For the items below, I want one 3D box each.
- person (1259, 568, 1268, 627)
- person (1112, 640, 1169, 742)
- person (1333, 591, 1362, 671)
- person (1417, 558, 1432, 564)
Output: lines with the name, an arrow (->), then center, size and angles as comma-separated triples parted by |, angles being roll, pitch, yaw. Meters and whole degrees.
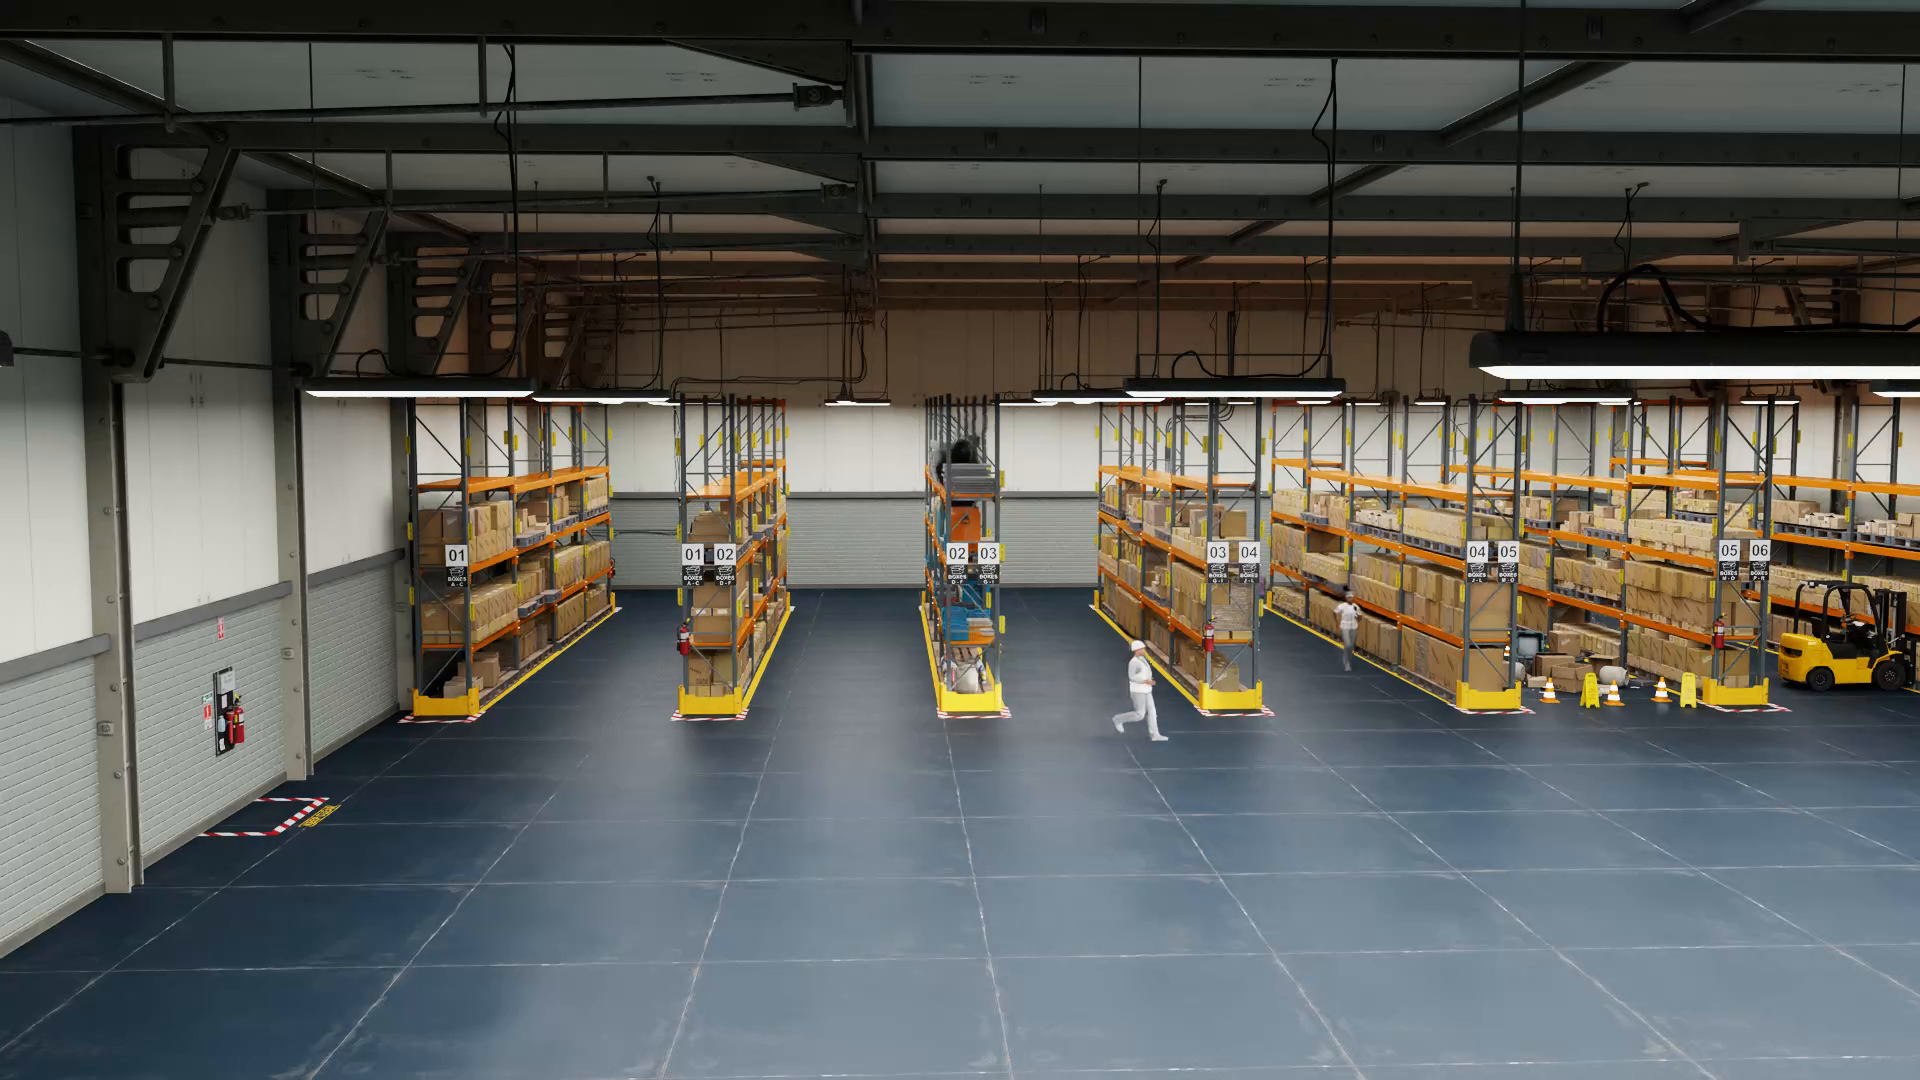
person -> 7.880, 1.475, 44.030 | 0.544, 1.588, 0.710 | 0, 5, 0
person -> 3.123, 2.592, 28.597 | 0.984, 1.743, 0.677 | 2, 5, 27
person -> 8.539, 1.992, 36.564 | 0.546, 1.758, 0.770 | -1, 5, -11
person -> 13.807, 1.027, 49.423 | 0.931, 1.618, 0.628 | 0, 5, 6
